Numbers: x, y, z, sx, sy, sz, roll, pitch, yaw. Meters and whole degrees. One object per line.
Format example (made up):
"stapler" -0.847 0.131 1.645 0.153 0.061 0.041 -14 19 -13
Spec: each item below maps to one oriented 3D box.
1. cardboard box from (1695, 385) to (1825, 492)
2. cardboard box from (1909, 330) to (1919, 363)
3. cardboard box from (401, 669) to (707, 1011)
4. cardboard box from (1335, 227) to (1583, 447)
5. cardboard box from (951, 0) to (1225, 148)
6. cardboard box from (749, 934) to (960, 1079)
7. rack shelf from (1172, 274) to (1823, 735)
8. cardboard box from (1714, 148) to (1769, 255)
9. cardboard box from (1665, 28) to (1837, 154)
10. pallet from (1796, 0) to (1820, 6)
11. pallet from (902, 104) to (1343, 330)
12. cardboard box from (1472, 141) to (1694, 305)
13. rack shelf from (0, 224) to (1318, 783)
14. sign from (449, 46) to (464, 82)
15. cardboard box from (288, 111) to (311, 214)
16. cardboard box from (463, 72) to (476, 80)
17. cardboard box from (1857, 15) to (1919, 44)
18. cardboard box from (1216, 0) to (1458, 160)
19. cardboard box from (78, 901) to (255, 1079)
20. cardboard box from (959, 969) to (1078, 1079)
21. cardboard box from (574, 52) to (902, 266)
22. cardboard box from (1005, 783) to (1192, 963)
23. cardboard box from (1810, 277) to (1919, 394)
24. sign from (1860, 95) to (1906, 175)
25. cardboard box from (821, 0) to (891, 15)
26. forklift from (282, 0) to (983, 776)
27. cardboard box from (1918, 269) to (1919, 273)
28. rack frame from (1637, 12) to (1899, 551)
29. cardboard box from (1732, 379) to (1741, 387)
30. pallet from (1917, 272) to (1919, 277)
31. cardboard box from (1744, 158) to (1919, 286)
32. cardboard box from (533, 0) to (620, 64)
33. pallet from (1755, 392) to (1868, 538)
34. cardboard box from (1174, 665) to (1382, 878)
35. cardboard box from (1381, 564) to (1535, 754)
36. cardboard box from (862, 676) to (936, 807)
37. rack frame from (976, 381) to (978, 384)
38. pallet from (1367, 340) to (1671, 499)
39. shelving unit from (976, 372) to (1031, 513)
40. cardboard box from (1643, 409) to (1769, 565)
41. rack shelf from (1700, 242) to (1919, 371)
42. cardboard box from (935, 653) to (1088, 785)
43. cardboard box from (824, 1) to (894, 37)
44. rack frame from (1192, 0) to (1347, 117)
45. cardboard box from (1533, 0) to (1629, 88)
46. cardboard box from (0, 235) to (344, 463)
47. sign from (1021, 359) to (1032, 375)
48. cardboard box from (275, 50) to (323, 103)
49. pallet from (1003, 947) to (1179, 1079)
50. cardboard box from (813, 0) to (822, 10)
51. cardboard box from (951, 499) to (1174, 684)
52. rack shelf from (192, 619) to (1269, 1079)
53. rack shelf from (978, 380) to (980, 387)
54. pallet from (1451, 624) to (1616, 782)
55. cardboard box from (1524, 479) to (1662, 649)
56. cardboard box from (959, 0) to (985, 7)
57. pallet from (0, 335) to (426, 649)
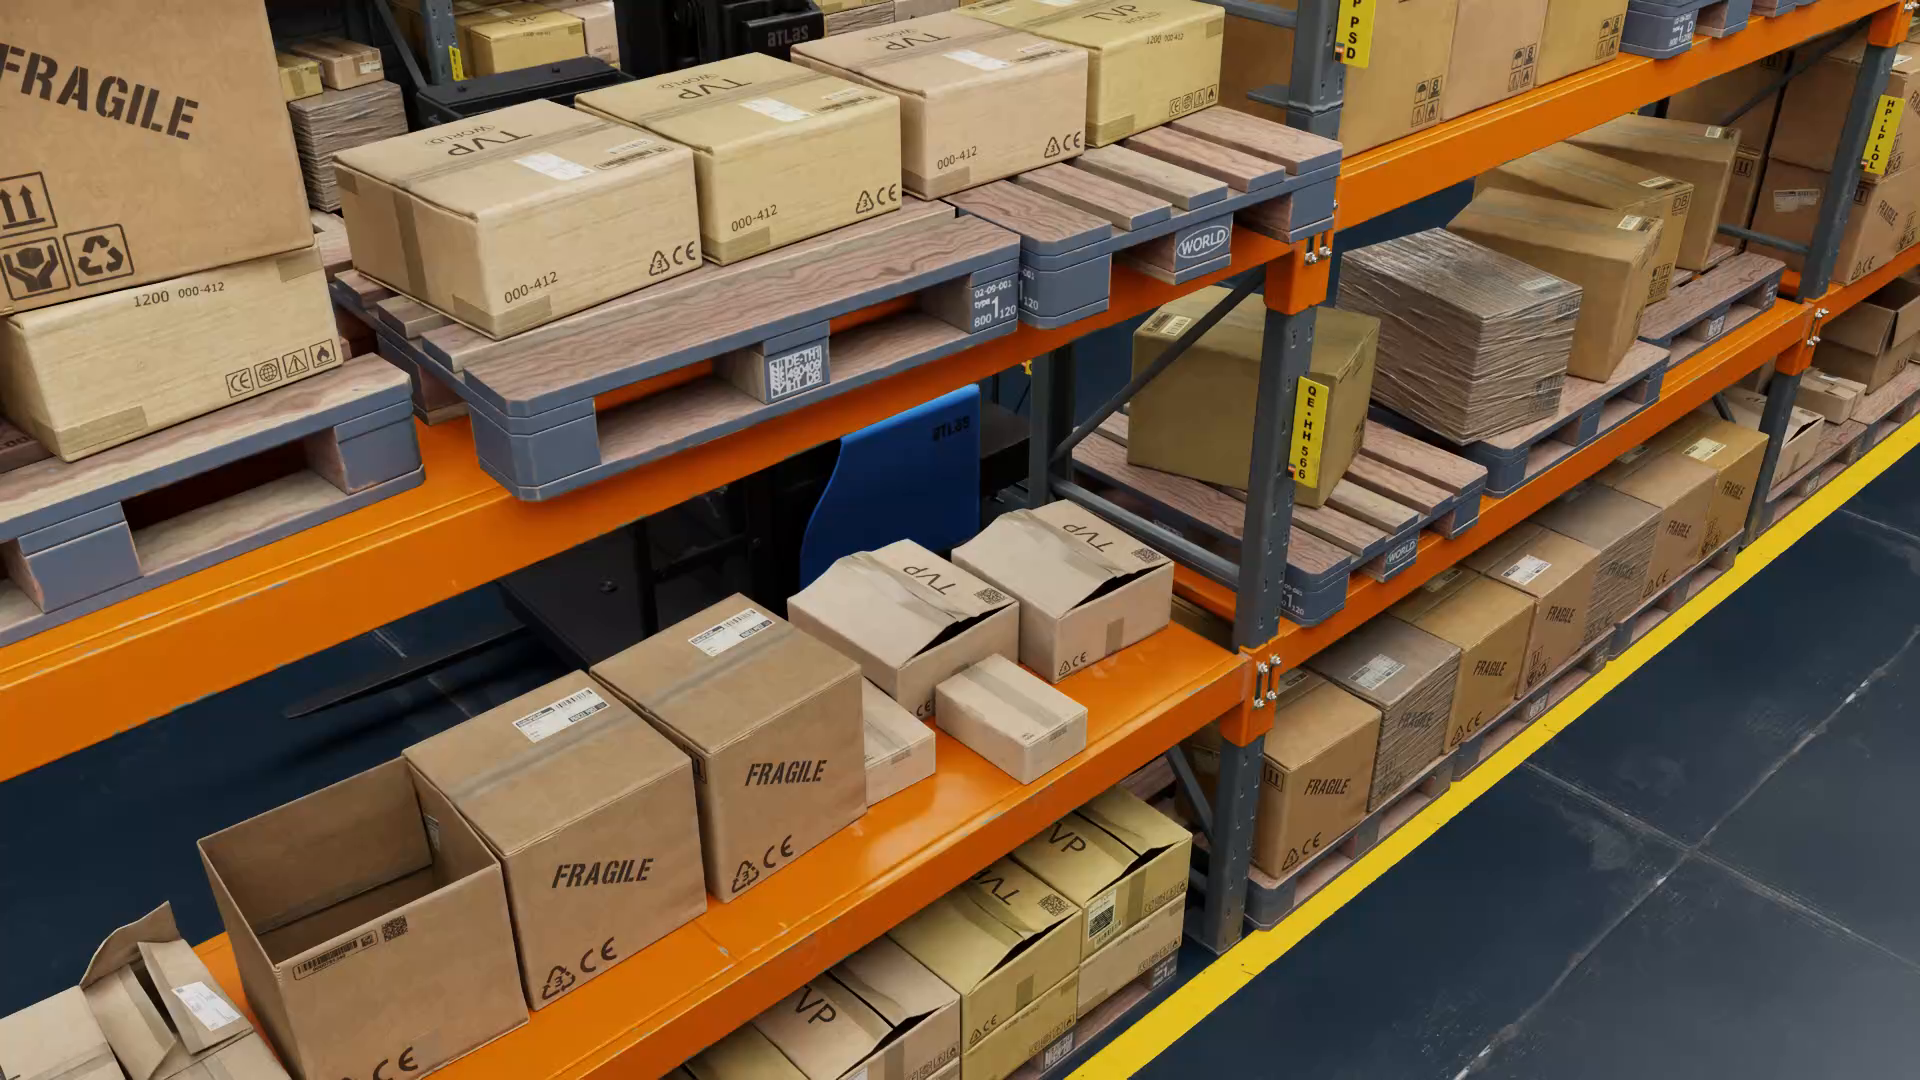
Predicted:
"cardboard box" 4.004 -0.548 8.427 0.500 0.311 0.500 -26 40 -35
"cardboard box" 5.534 -1.263 9.653 0.500 0.250 0.500 -26 40 -35
"cardboard box" -0.989 0.723 4.097 0.500 0.500 0.500 -26 40 -35
"cardboard box" 1.802 -0.763 6.123 0.500 0.500 0.700 -18 36 -27
"cardboard box" 0.322 -1.235 4.261 0.500 0.250 0.500 26 40 35
"cardboard box" -0.349 1.377 4.819 0.500 0.311 0.500 -26 40 -36
"rack shelf" 2.083 -0.425 6.760 4.000 0.370 1.077 -26 40 -35
"cardboard box" 3.742 -1.760 8.157 0.500 0.500 0.500 -25 39 -35
"cardboard box" 3.744 -2.189 7.901 0.500 0.500 0.500 -26 40 -35
"pallet" 3.024 -2.437 6.665 1.003 0.211 1.213 -26 40 -35
"pallet" 0.180 -0.947 4.229 1.003 0.211 1.213 -24 39 -33
"cardboard box" 2.589 -1.313 7.023 0.500 0.500 0.700 -19 36 -28
"rack shelf" -0.850 -0.286 3.657 4.000 0.370 1.077 -26 40 -35
"sign" -2.379 -2.173 7.894 0.005 0.325 0.100 -26 40 -35
"cardboard box" -3.484 -1.768 7.748 0.700 0.500 0.500 25 39 35
"cardboard box" -2.224 -2.169 8.522 0.500 0.500 0.500 -24 39 -34
"cardboard box" 4.464 -2.154 7.842 0.500 0.500 0.500 -27 41 -37
"cardboard box" 0.913 -1.513 4.878 0.500 0.500 0.910 -26 40 -35
"cardboard box" -1.797 1.071 3.752 0.258 0.266 0.396 -27 40 -37
"cardboard box" 0.021 1.435 5.261 0.500 0.250 0.500 -26 40 -36
"cardboard box" -0.477 -0.844 3.621 0.500 0.250 0.500 -27 40 -36
"cardboard box" 0.400 1.012 5.416 0.500 0.311 0.500 -25 39 -34
"cardboard box" 4.924 -1.233 9.362 0.637 0.503 0.797 -26 40 -35
"sign" 3.930 -1.725 7.085 0.005 0.325 0.100 -26 40 -35
"cardboard box" -0.745 -3.211 9.507 0.500 0.250 0.500 -25 39 -35
"forklift" -1.353 -0.738 6.647 3.031 2.935 1.130 -23 38 -33
"cardboard box" 5.942 -1.815 10.654 0.250 0.149 0.380 -26 40 -35
"rack frame" 3.550 -1.442 7.732 0.127 3.000 1.000 -26 40 -35
"cardboard box" 3.774 -0.874 8.778 0.500 0.500 0.500 -26 40 -35
"pallet" 5.843 -1.361 10.273 1.213 0.211 1.003 -26 40 -35
"cardboard box" 4.109 -1.561 7.832 0.500 0.500 0.500 -25 39 -34
"cardboard box" -1.853 -2.668 8.619 0.500 0.250 0.500 -26 40 -36
"pallet" 4.054 -0.495 8.858 1.213 0.211 1.003 -26 40 -35
"cardboard box" 1.145 0.804 6.035 0.500 0.500 0.500 -24 39 -34
"cardboard box" 1.896 0.440 6.630 0.500 0.500 0.500 -26 40 -36
"cardboard box" -0.280 0.558 4.703 0.250 0.149 0.380 -23 38 -32
"rack frame" -0.058 -0.868 7.657 0.015 2.100 0.400 -26 40 -35
"pallet" 2.039 -0.633 6.593 1.213 0.211 1.003 -26 40 -35
"shelving unit" 0.121 -0.955 7.798 0.503 2.100 0.431 -26 40 -35
"cardboard box" 3.383 -0.278 7.804 0.500 0.500 0.500 -26 40 -36
"rack shelf" 5.016 -1.844 9.080 4.000 0.370 1.077 -26 40 -35
"cardboard box" 0.145 0.509 4.783 0.250 0.149 0.380 -26 40 -35
"cardboard box" -0.730 -2.894 9.707 0.500 0.500 0.500 -26 40 -35
"rack frame" 0.616 -2.582 3.847 0.127 3.000 1.000 -26 40 -35
"cardboard box" 1.669 -1.878 5.475 0.500 0.500 0.910 -26 40 -35
"cardboard box" -1.458 -0.410 2.911 0.500 0.250 0.500 25 39 34
"sign" 0.241 -0.687 5.465 0.005 0.325 0.100 -26 40 -35
"cardboard box" -3.213 -2.170 7.784 0.380 0.149 0.250 22 38 31
"pallet" -0.014 1.444 5.687 1.213 0.211 1.003 -26 40 -35
"cardboard box" -1.119 -3.030 9.211 0.500 0.250 0.500 -27 40 -36
"cardboard box" 0.320 0.127 5.252 0.500 0.311 0.500 -23 38 -33
"rack shelf" -0.850 0.993 4.440 4.000 0.370 1.077 -26 40 -35
"rack shelf" 0.121 -0.943 7.805 0.480 0.518 0.431 -26 40 -35
"pallet" 2.084 0.486 7.253 1.213 0.211 1.003 -26 40 -35
"cardboard box" 2.646 0.071 7.232 0.500 0.500 0.500 -25 39 -35
"cardboard box" 0.012 -3.253 10.295 0.500 0.500 0.500 -27 40 -36
"pallet" -1.679 -0.120 2.879 0.805 0.209 1.217 27 41 37
